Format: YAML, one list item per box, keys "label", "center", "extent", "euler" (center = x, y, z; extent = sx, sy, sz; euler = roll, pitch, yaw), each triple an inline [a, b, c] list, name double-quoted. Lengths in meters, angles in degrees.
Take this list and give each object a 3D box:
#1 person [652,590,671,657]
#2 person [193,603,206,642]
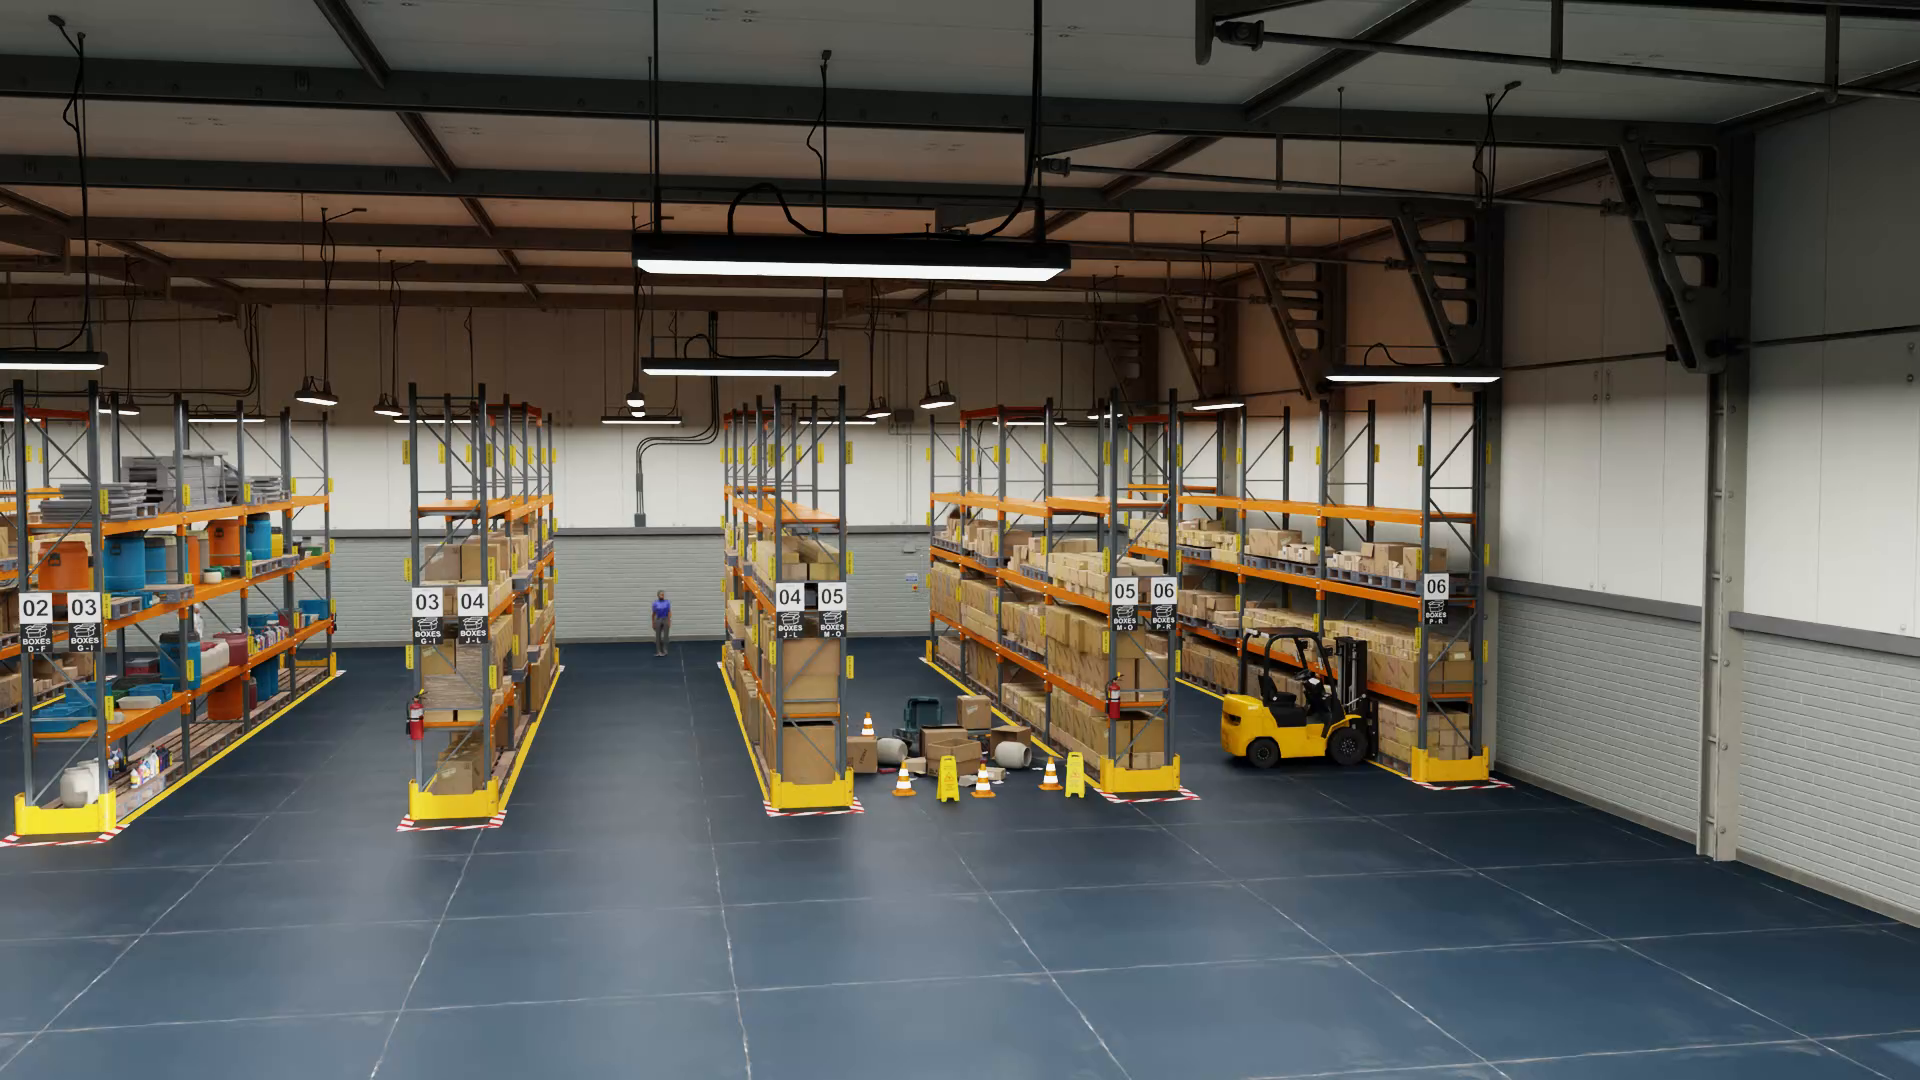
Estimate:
- label: "person"
  center: [-7.444, 2.076, 41.474]
  extent: [0.470, 1.671, 0.340]
  euler: [-1, 3, -16]
- label: "person"
  center: [-17.334, 2.283, 37.751]
  extent: [0.482, 1.731, 0.520]
  euler: [-2, 4, -38]
